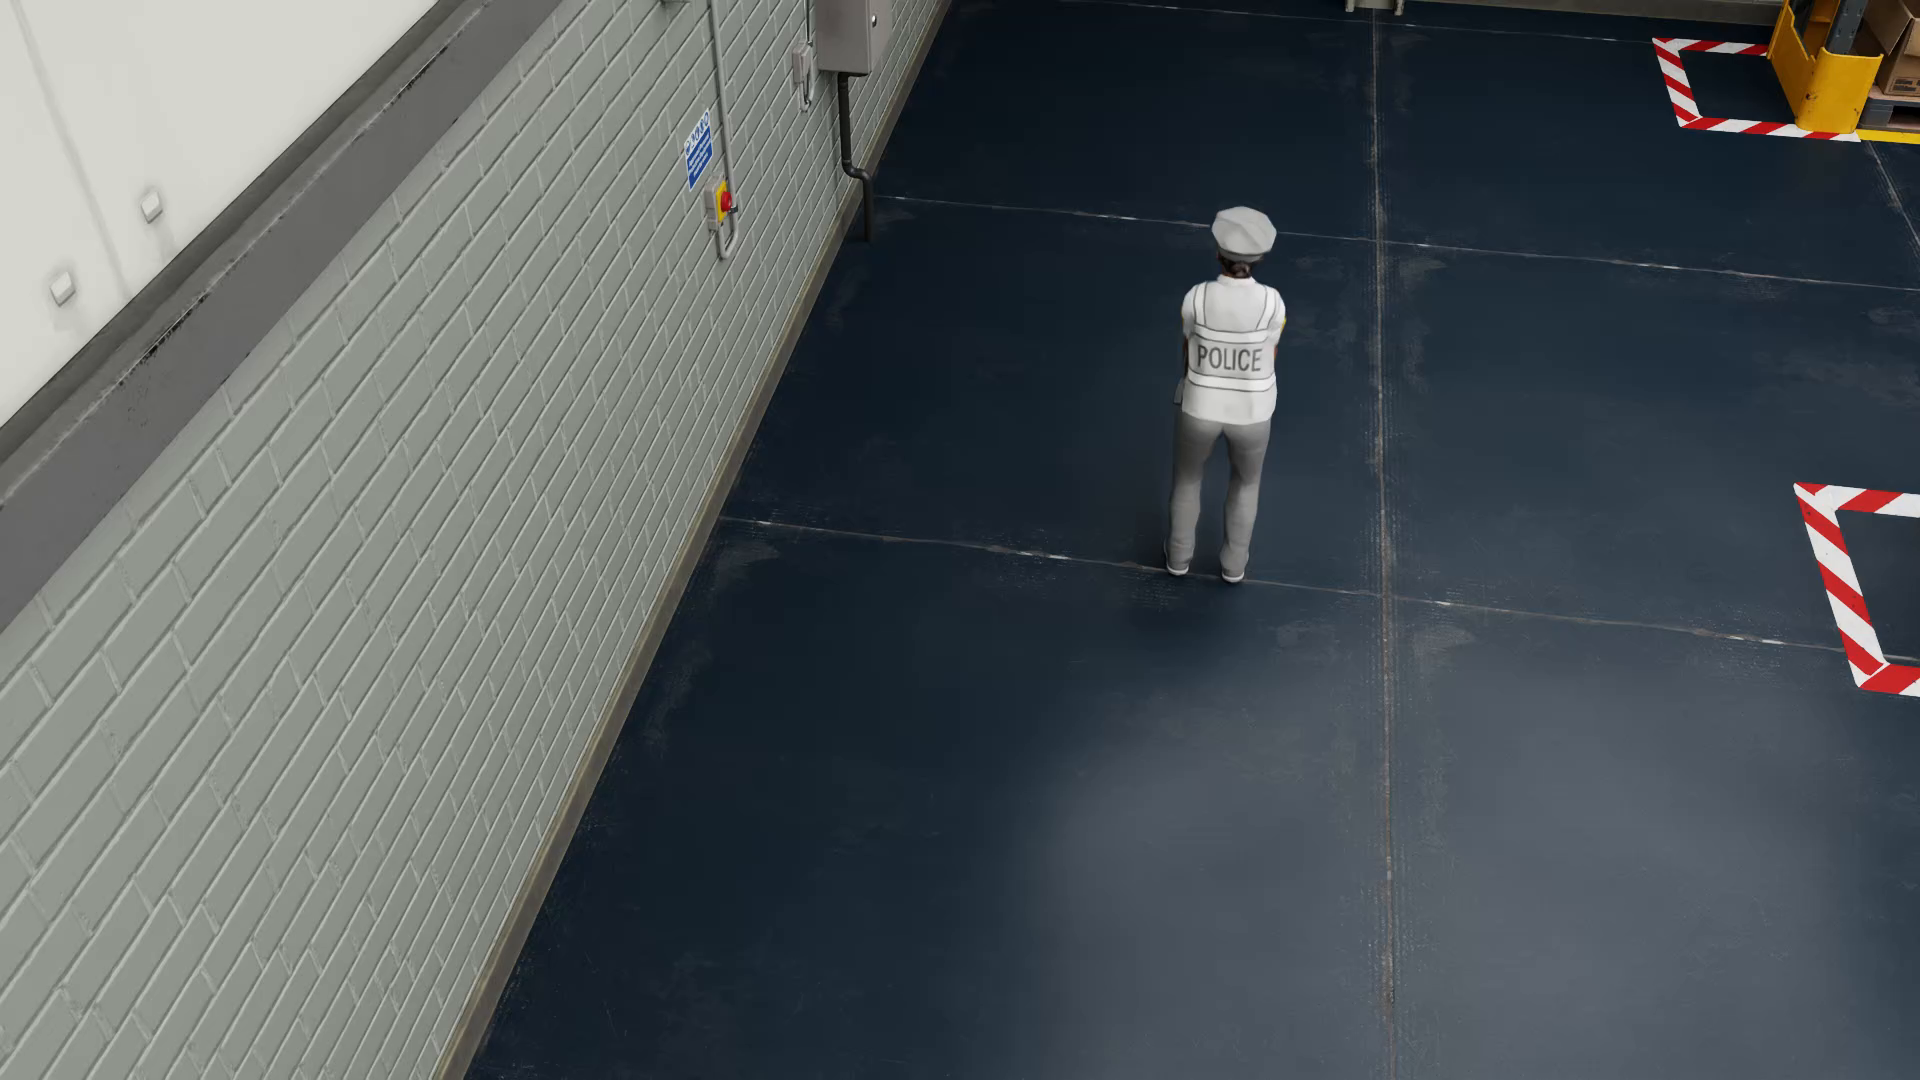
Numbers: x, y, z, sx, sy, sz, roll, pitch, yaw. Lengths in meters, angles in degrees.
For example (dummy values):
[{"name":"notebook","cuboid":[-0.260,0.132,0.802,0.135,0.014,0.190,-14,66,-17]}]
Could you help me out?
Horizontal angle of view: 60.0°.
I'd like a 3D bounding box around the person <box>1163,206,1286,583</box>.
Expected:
[{"name":"person","cuboid":[1.081,-0.579,6.835,0.416,1.664,0.543,6,41,7]}]
